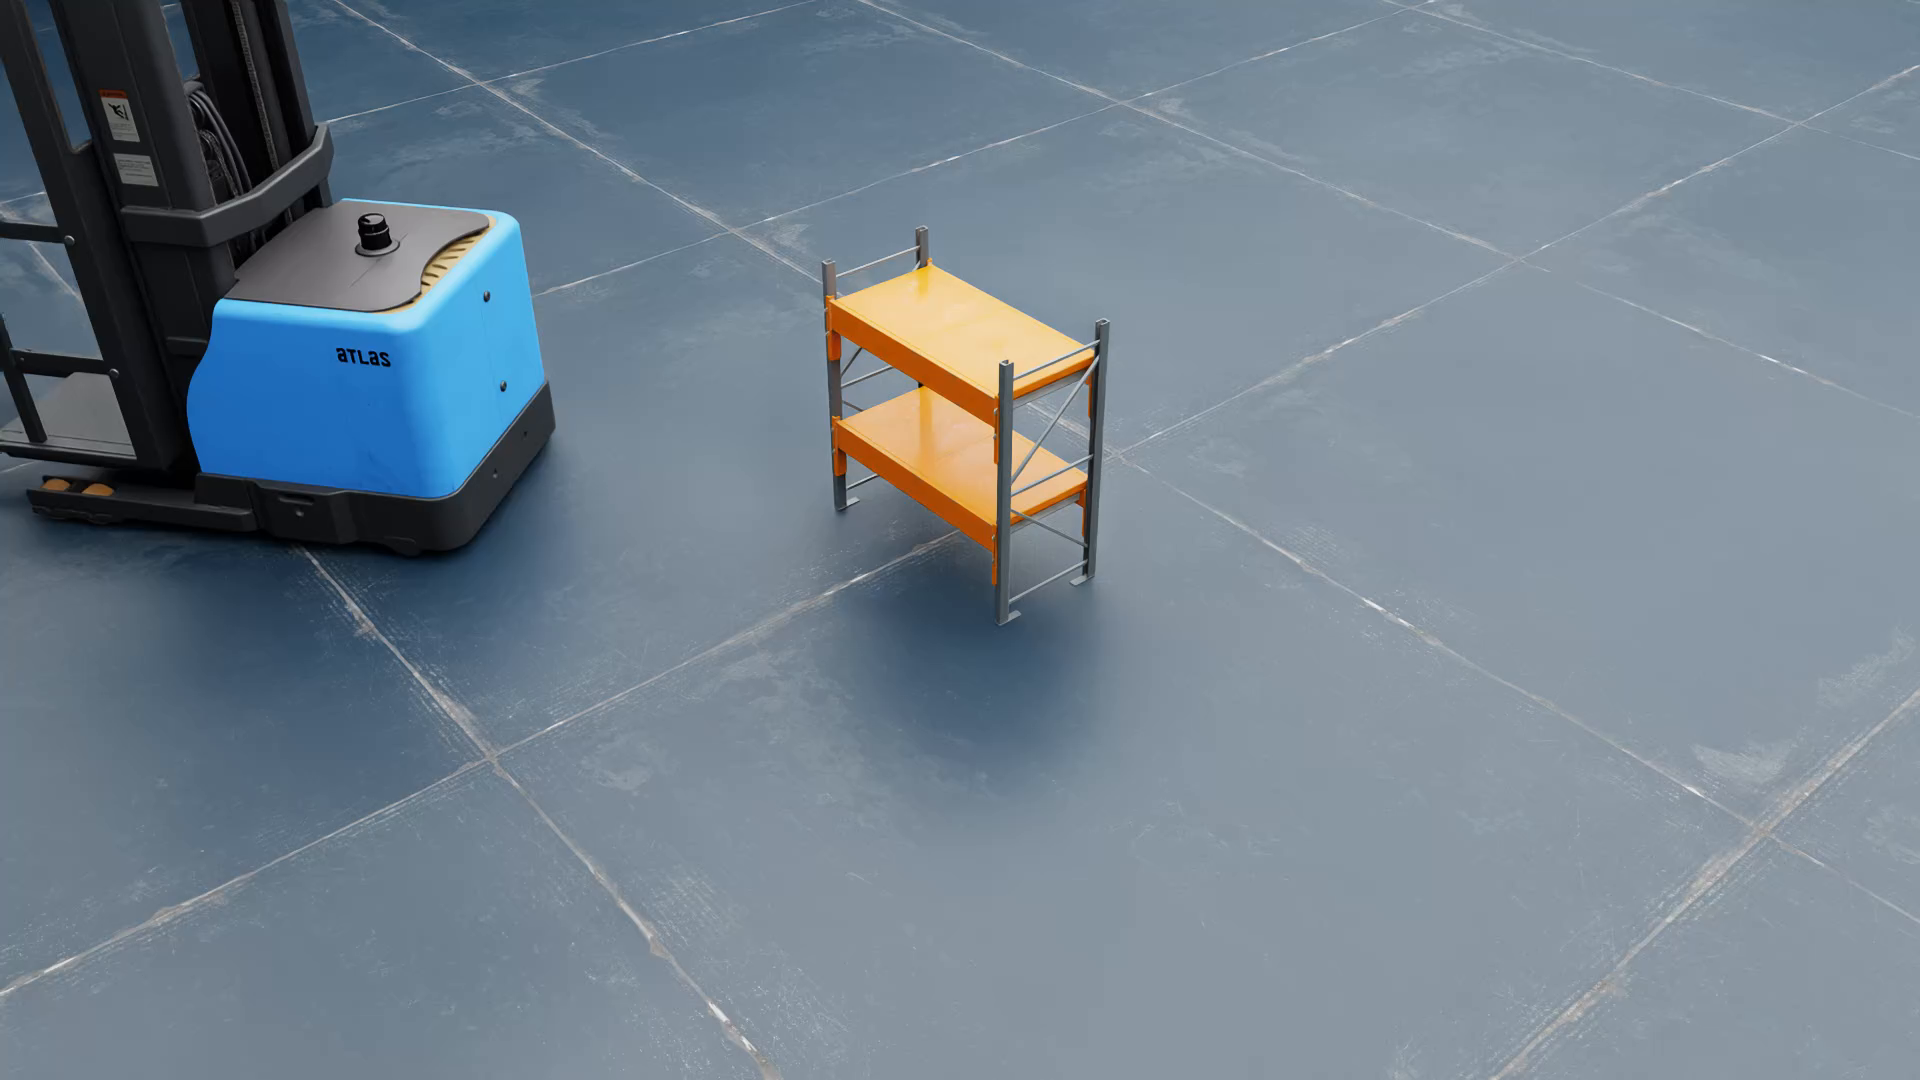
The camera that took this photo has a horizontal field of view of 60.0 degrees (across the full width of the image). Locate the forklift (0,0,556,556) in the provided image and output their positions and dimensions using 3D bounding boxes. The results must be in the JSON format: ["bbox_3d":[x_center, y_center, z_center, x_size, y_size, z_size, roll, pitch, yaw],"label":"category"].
[{"bbox_3d":[-3.350,-1.551,6.404,3.031,2.935,1.130,7,36,9],"label":"forklift"}]

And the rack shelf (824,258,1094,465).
[{"bbox_3d":[0.004,-0.695,6.252,0.538,0.278,1.000,-26,43,-32],"label":"rack shelf"}]

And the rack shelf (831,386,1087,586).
[{"bbox_3d":[0.004,-0.257,6.562,0.538,0.278,1.000,-26,43,-32],"label":"rack shelf"}]

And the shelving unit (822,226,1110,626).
[{"bbox_3d":[0.004,-0.456,6.421,0.538,1.125,1.048,-26,43,-32],"label":"shelving unit"}]

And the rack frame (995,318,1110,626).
[{"bbox_3d":[0.332,-0.232,6.104,0.500,1.125,0.032,-26,43,-32],"label":"rack frame"}]

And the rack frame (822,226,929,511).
[{"bbox_3d":[-0.324,-0.680,6.738,0.500,1.125,0.032,-26,43,-32],"label":"rack frame"}]
